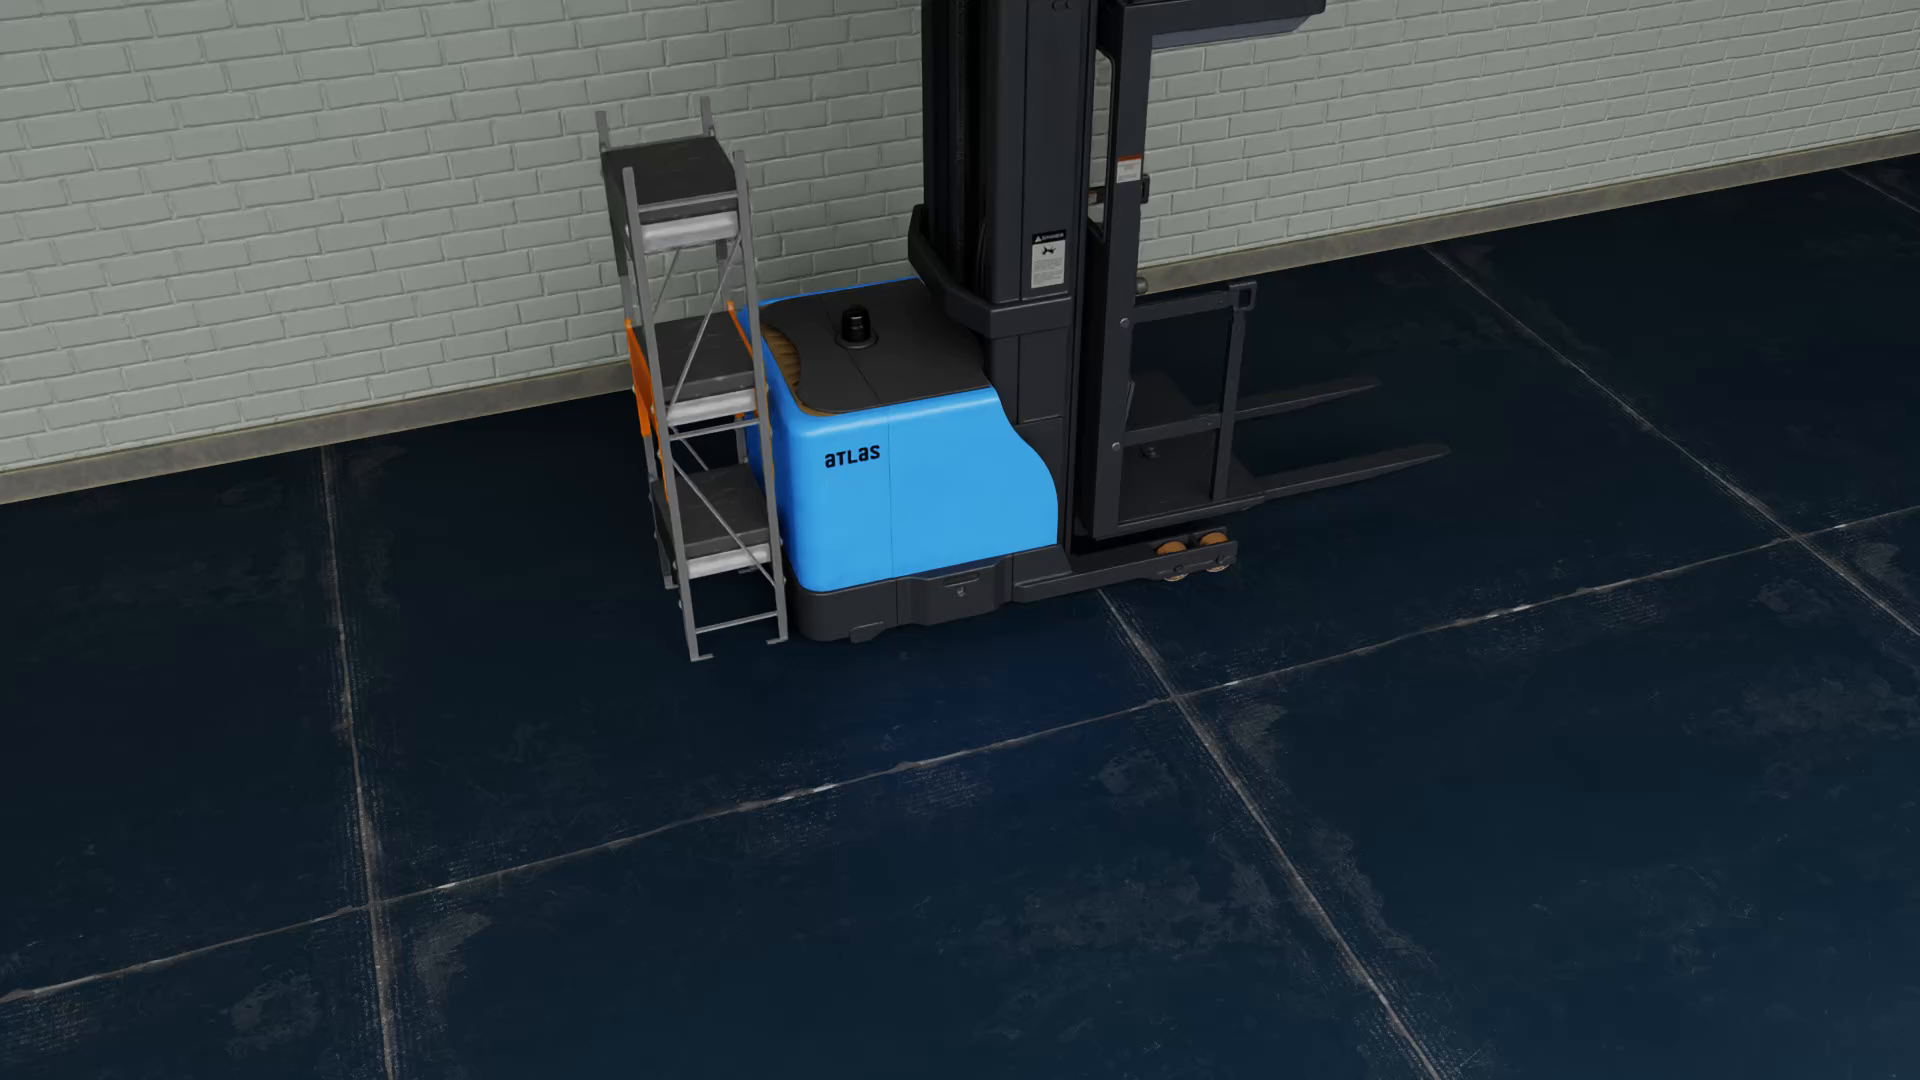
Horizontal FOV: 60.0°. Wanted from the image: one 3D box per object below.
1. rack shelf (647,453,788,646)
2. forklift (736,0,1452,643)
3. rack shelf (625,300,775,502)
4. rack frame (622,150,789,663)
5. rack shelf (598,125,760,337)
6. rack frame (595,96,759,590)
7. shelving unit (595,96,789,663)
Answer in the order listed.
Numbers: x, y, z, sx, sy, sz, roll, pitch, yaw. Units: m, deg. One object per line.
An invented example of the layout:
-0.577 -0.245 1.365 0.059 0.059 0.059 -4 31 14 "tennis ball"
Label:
-0.967 0.034 6.642 0.431 0.518 0.480 -13 39 -15 "rack shelf"
0.654 -1.286 6.522 3.031 2.935 1.130 -12 39 -15 "forklift"
-0.972 -0.524 6.220 0.431 0.518 0.480 -13 39 -15 "rack shelf"
-0.890 -0.397 6.028 0.400 2.100 0.015 -13 39 -15 "rack frame"
-0.978 -1.082 5.797 0.431 0.518 0.480 -13 39 -15 "rack shelf"
-1.055 -0.673 6.395 0.400 2.100 0.015 -13 39 -15 "rack frame"
-0.973 -0.535 6.211 0.431 2.100 0.503 -13 39 -15 "shelving unit"
